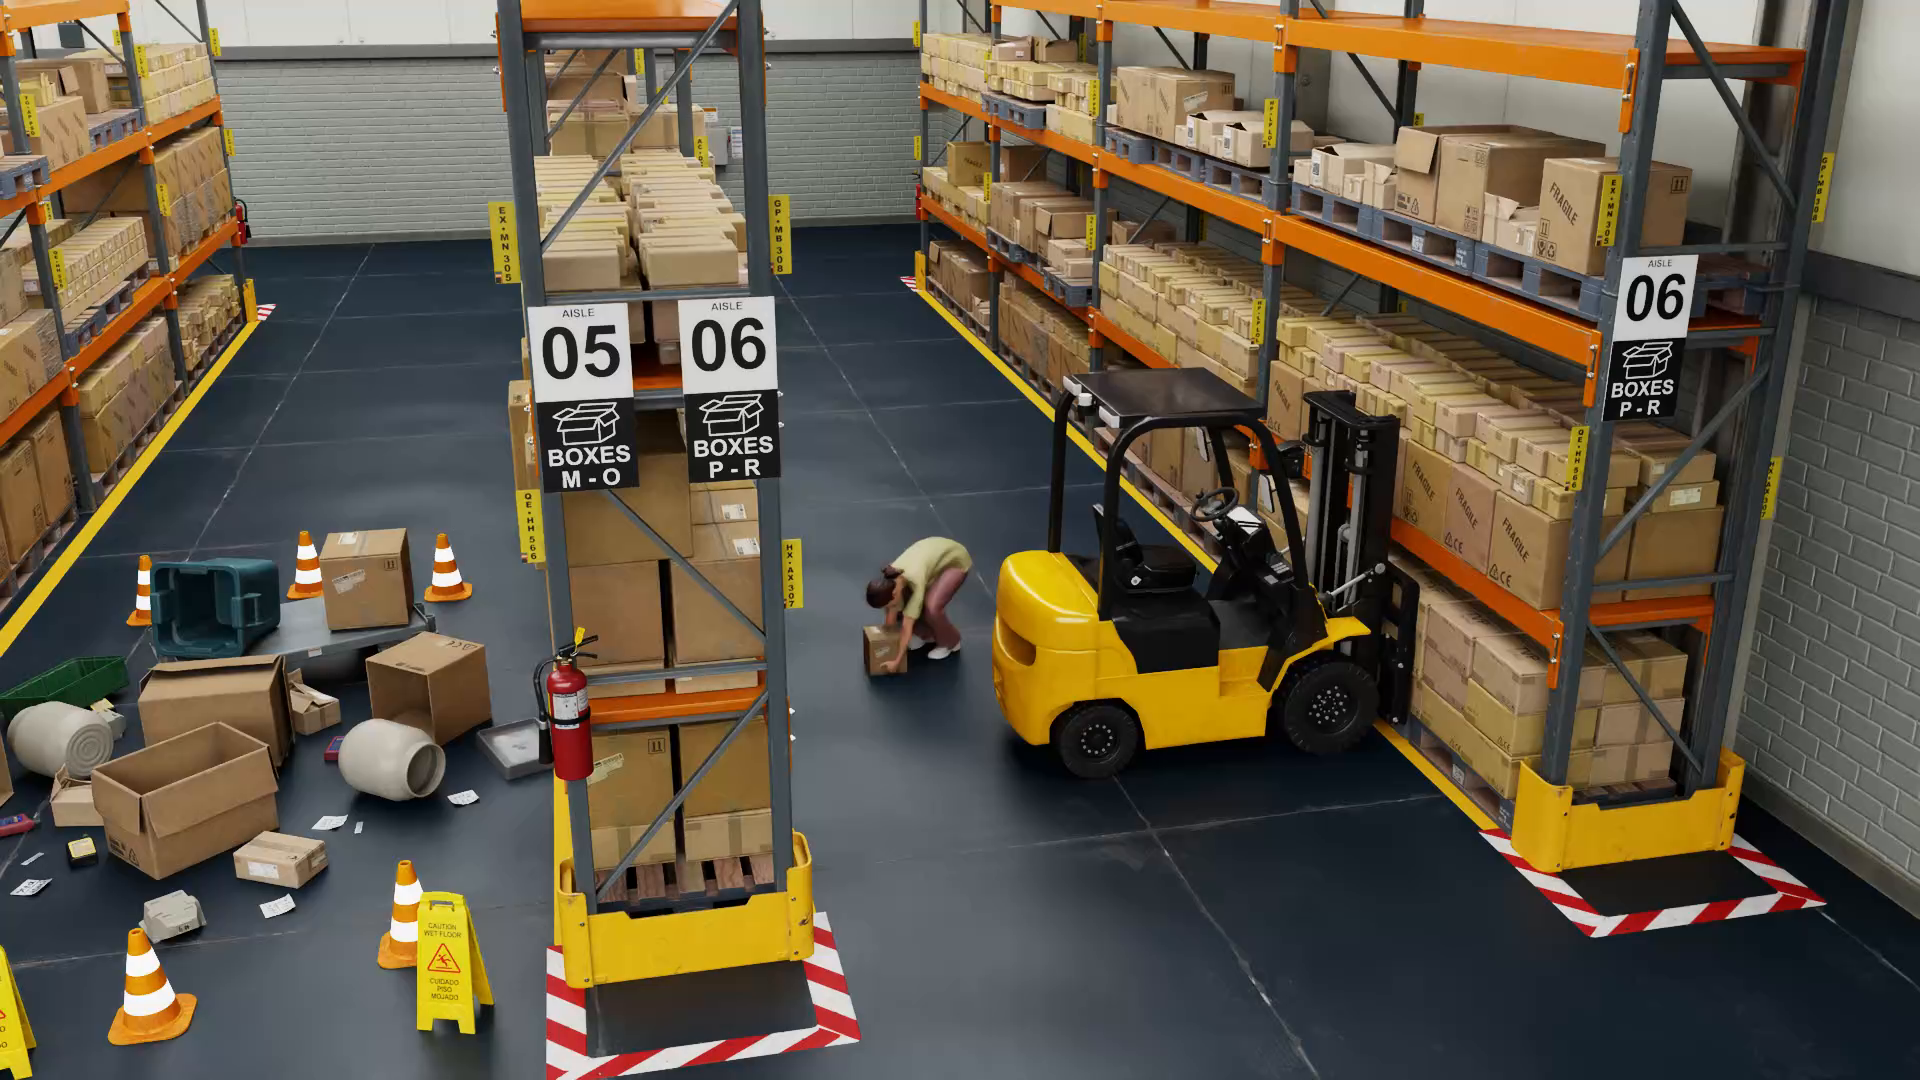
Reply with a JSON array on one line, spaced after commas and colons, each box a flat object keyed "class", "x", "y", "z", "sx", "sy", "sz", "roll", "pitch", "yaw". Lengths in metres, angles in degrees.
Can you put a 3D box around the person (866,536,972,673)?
[{"class": "person", "x": -0.296, "y": 0.441, "z": 11.218, "sx": 0.862, "sy": 0.831, "sz": 0.474, "roll": -18, "pitch": 27, "yaw": -41}]
